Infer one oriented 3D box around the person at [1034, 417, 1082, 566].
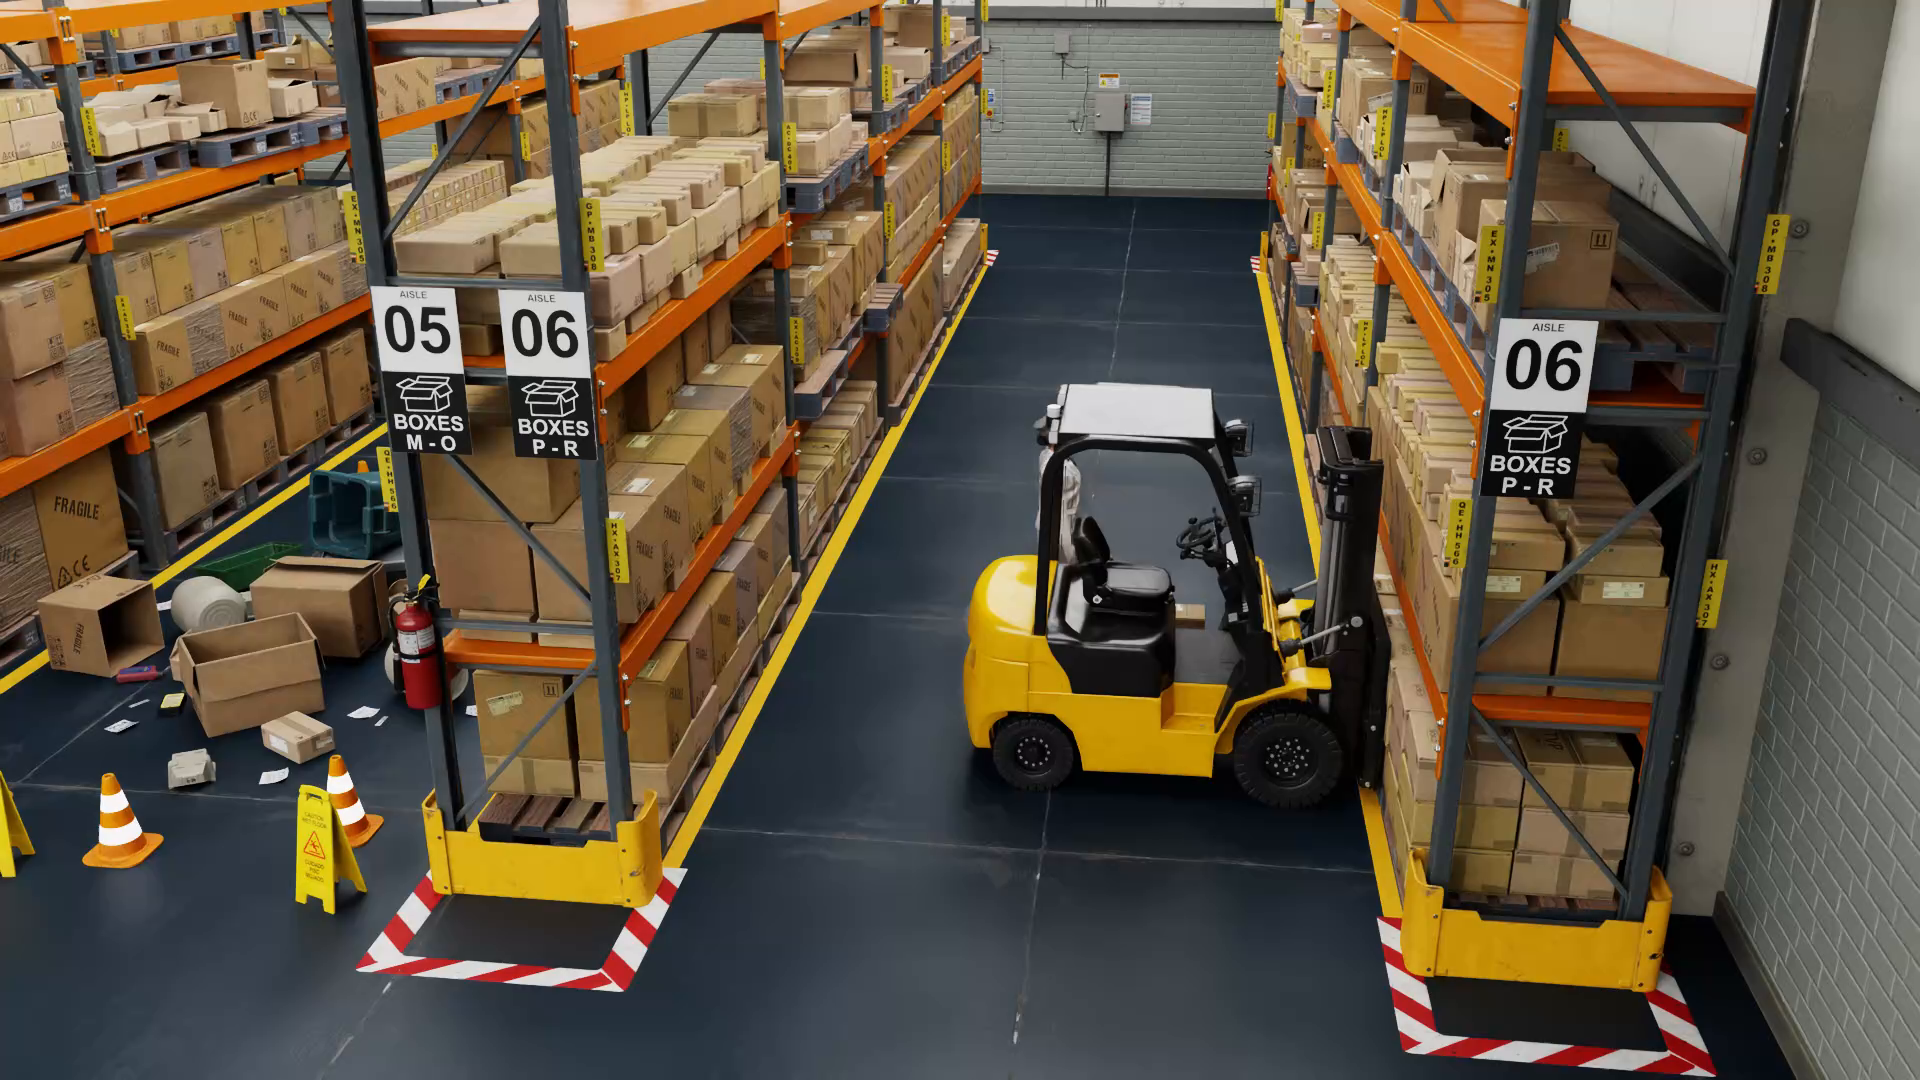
[{"bbox_3d":[0.776,-0.036,11.152,0.615,1.713,0.500,1,21,3],"label":"person"}]
